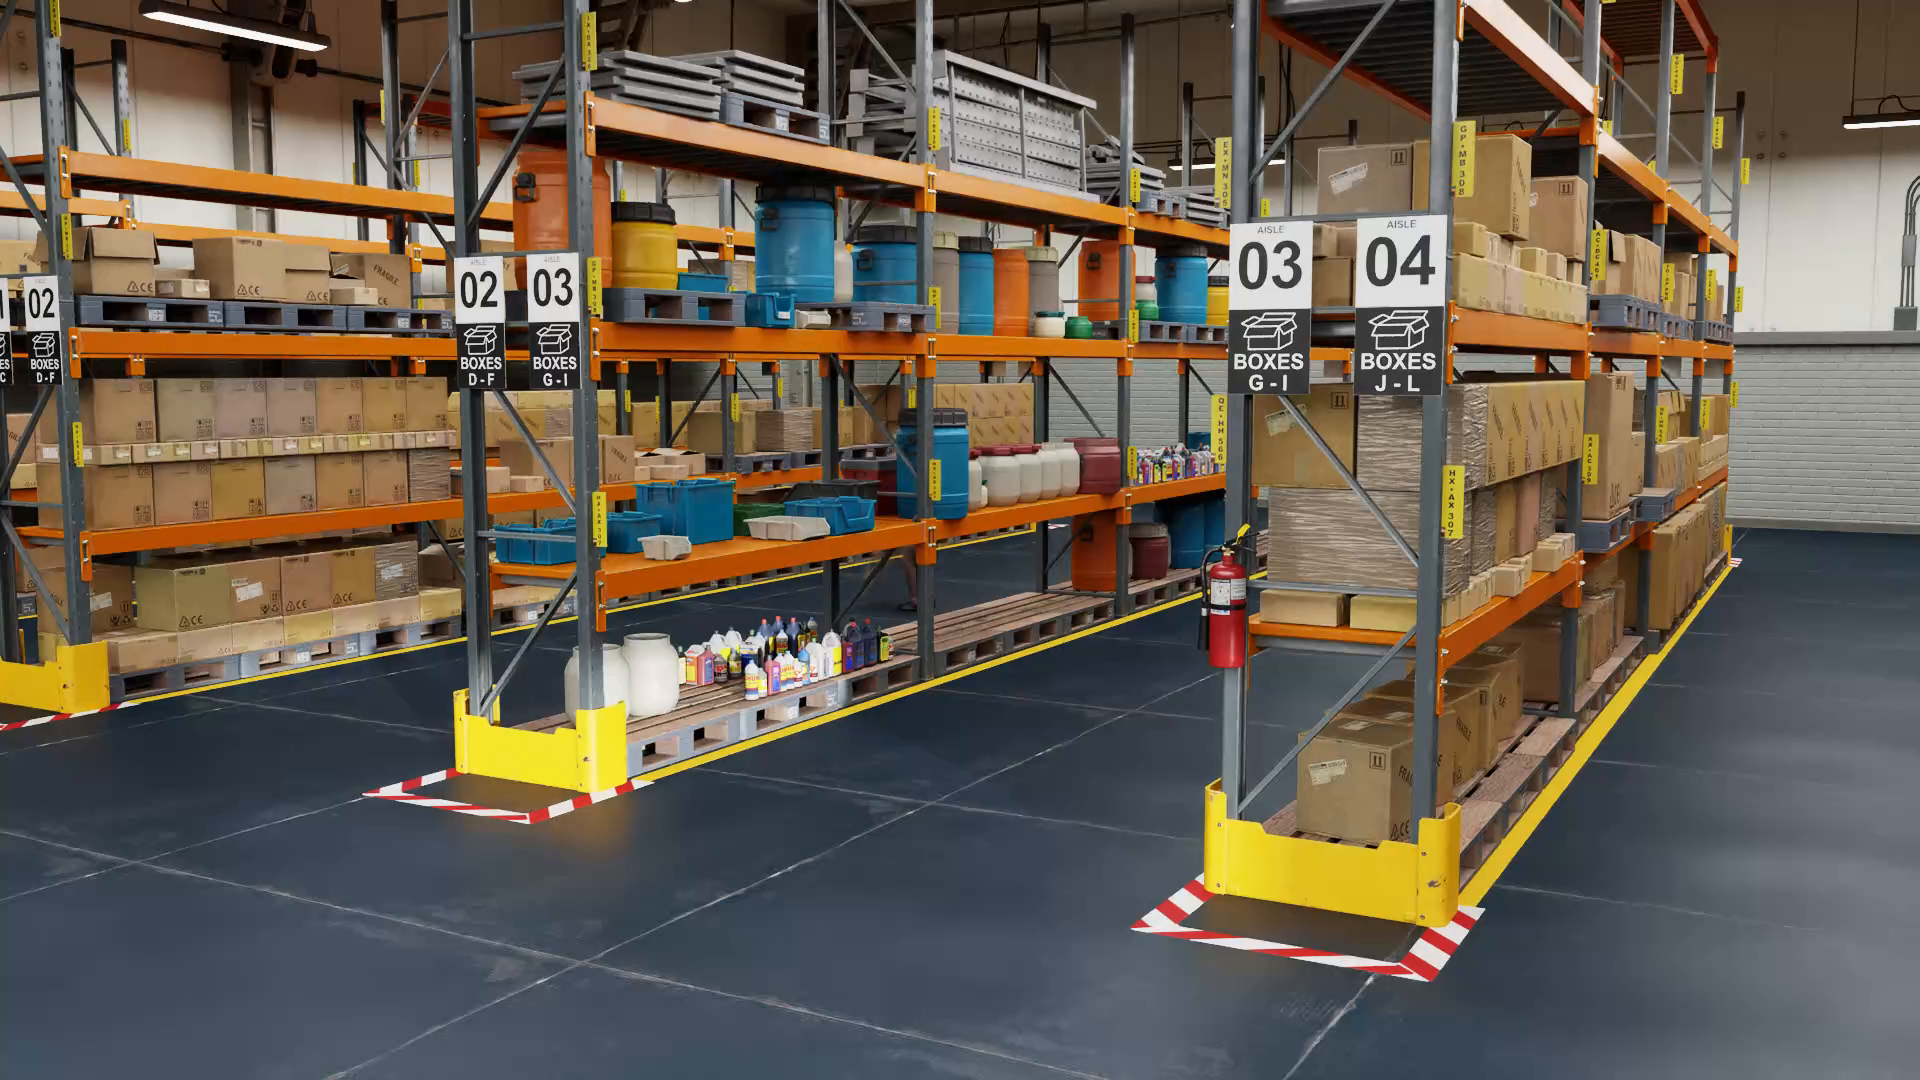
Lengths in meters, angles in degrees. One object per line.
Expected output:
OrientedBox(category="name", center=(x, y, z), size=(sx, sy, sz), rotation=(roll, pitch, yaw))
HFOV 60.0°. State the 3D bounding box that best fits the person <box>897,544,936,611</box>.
OrientedBox(category="person", center=(-0.518, -0.125, 17.501), size=(0.567, 1.719, 0.493), rotation=(3, 7, 28))
